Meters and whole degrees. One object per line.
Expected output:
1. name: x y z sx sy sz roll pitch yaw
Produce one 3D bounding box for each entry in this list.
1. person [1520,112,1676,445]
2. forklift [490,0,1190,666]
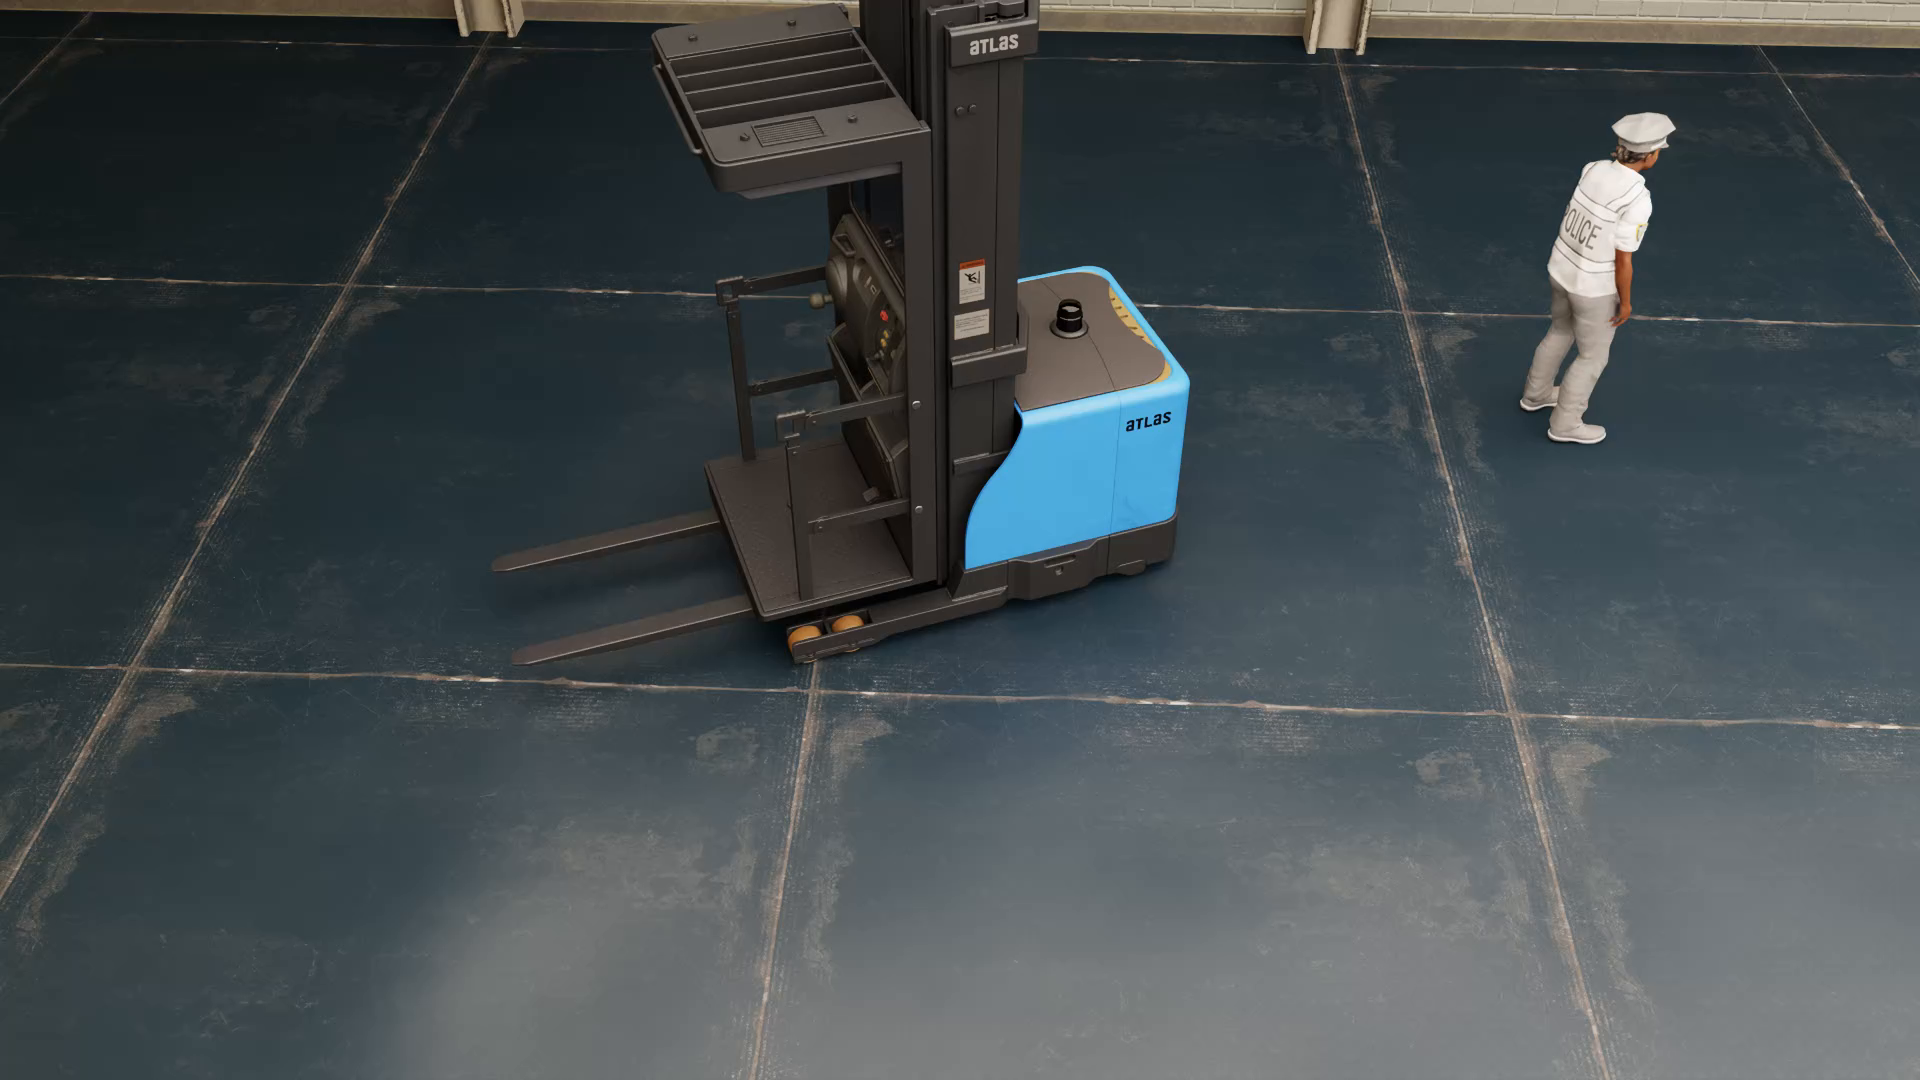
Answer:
1. person: 3.068 -1.252 8.056 0.391 1.664 0.531 -12 44 -13
2. forklift: -0.573 -0.945 6.778 3.031 2.935 1.130 -13 44 -14
